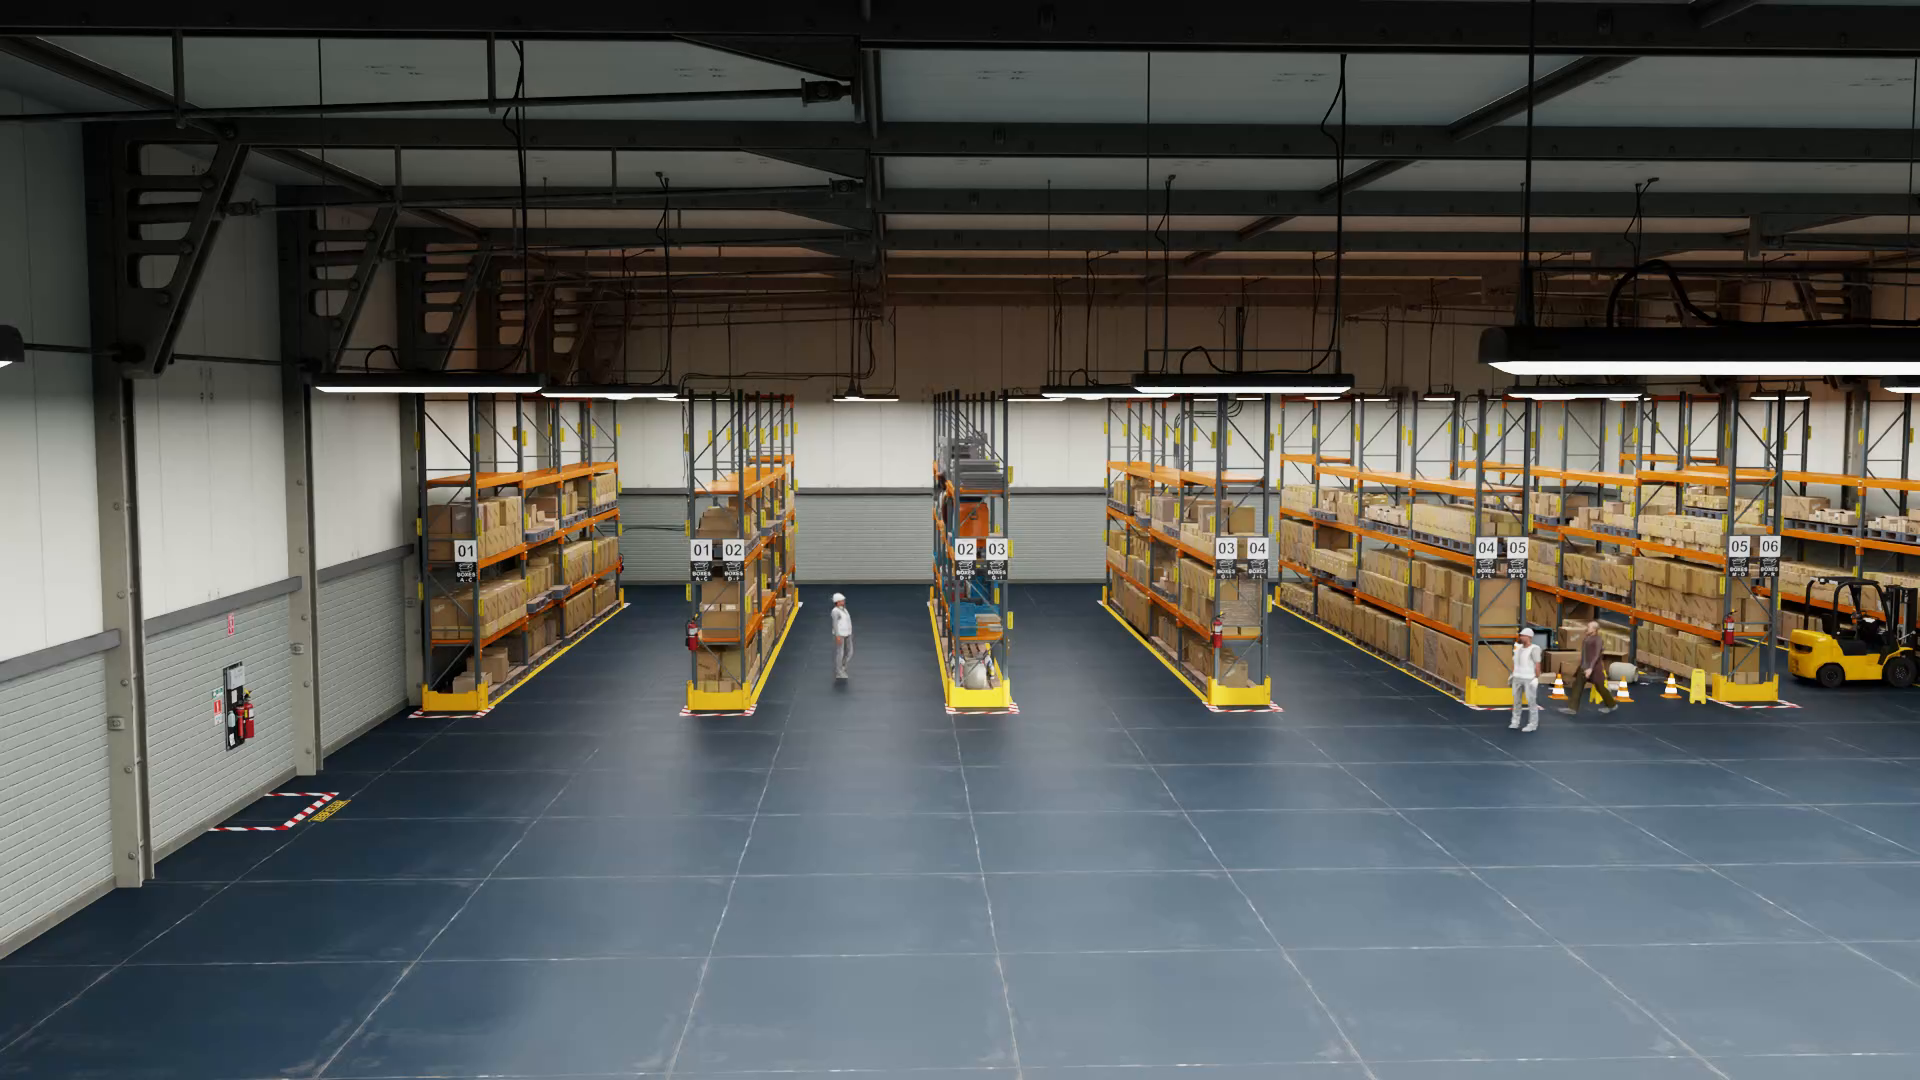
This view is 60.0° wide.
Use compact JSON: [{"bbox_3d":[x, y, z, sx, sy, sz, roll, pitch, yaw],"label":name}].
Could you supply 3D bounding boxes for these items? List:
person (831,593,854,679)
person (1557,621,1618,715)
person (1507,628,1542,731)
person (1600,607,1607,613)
[{"bbox_3d":[-2.482,1.997,34.771,0.480,1.783,0.599,3,5,29],"label":"person"},{"bbox_3d":[11.596,2.361,30.564,1.120,1.738,0.548,-2,5,-24],"label":"person"},{"bbox_3d":[9.915,2.436,29.238,0.419,1.790,0.614,-4,6,-39],"label":"person"},{"bbox_3d":[17.603,1.164,45.700,0.409,1.690,0.486,1,5,9],"label":"person"}]
